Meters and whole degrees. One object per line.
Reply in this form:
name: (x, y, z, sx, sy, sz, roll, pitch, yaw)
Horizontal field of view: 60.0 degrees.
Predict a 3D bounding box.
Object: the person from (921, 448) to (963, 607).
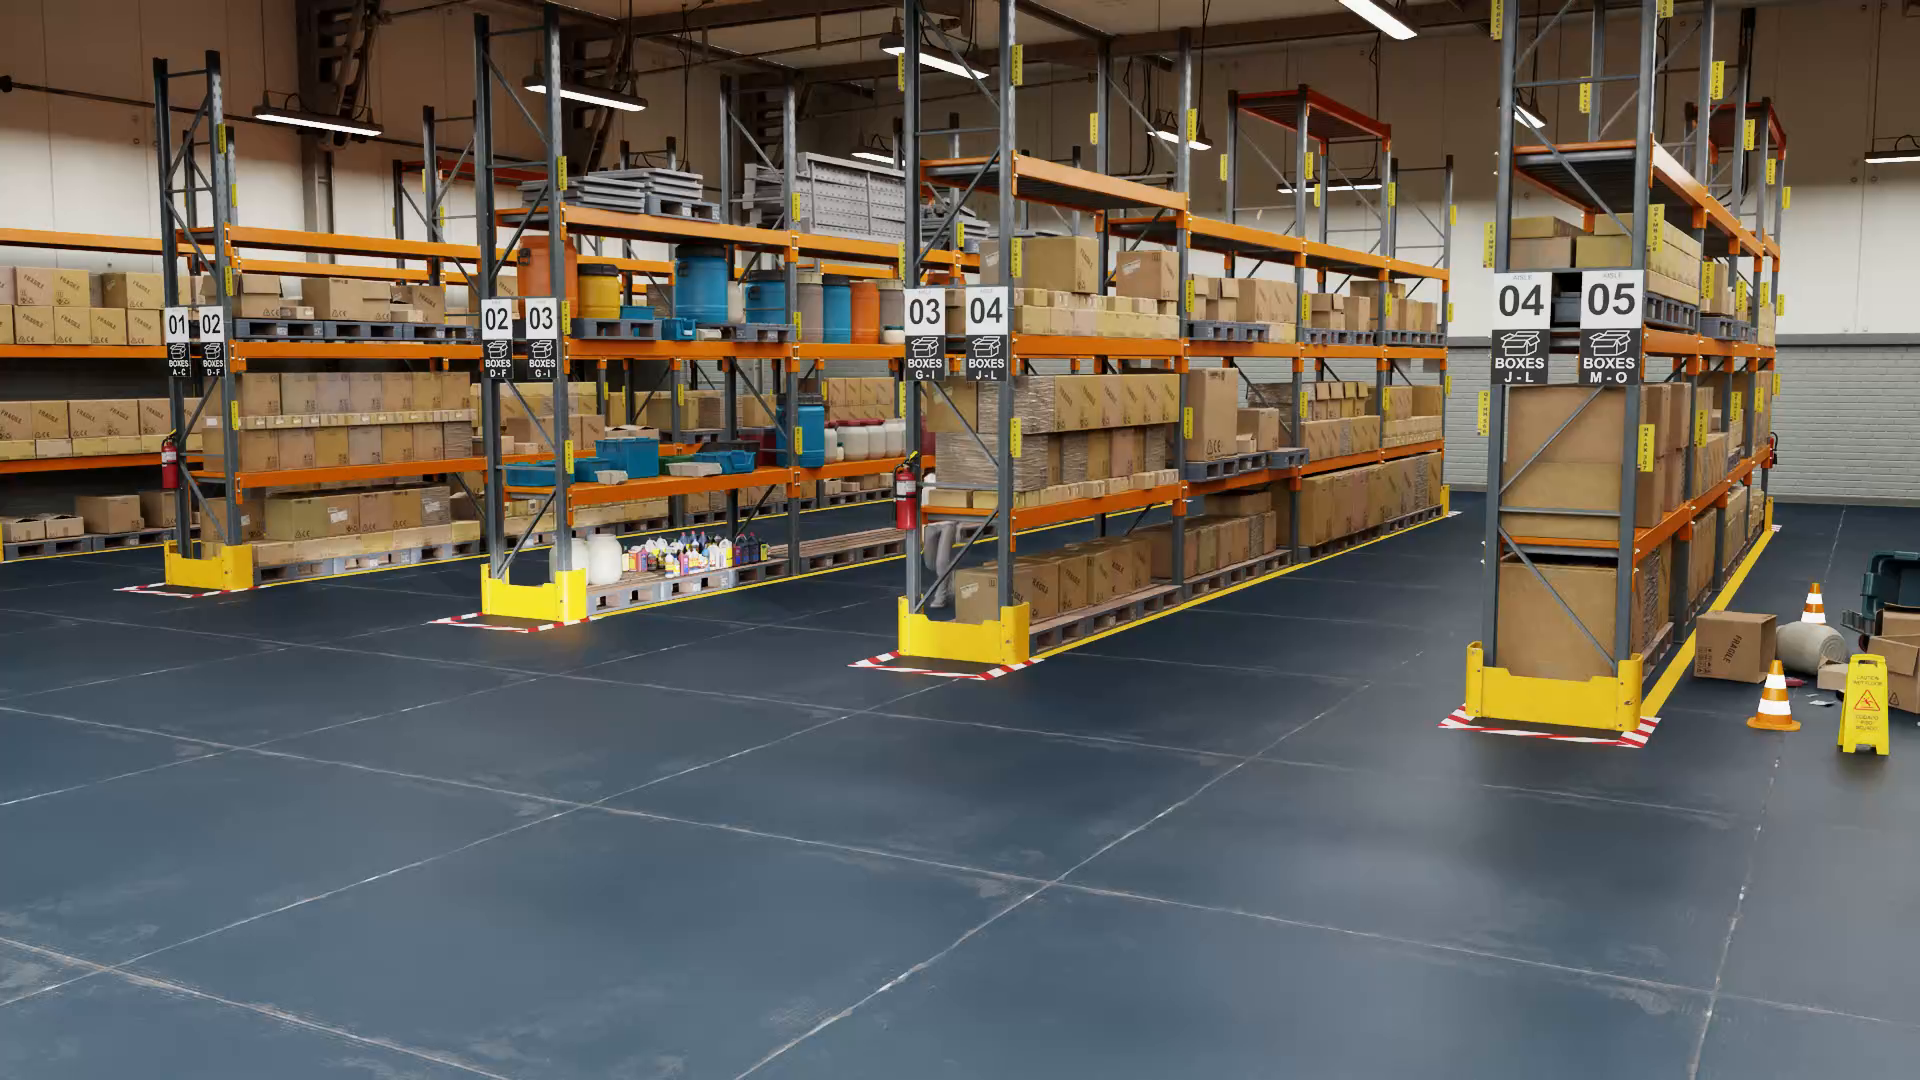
person: (-0.183, -0.153, 17.547, 0.495, 1.662, 0.732, 3, 7, 24)
